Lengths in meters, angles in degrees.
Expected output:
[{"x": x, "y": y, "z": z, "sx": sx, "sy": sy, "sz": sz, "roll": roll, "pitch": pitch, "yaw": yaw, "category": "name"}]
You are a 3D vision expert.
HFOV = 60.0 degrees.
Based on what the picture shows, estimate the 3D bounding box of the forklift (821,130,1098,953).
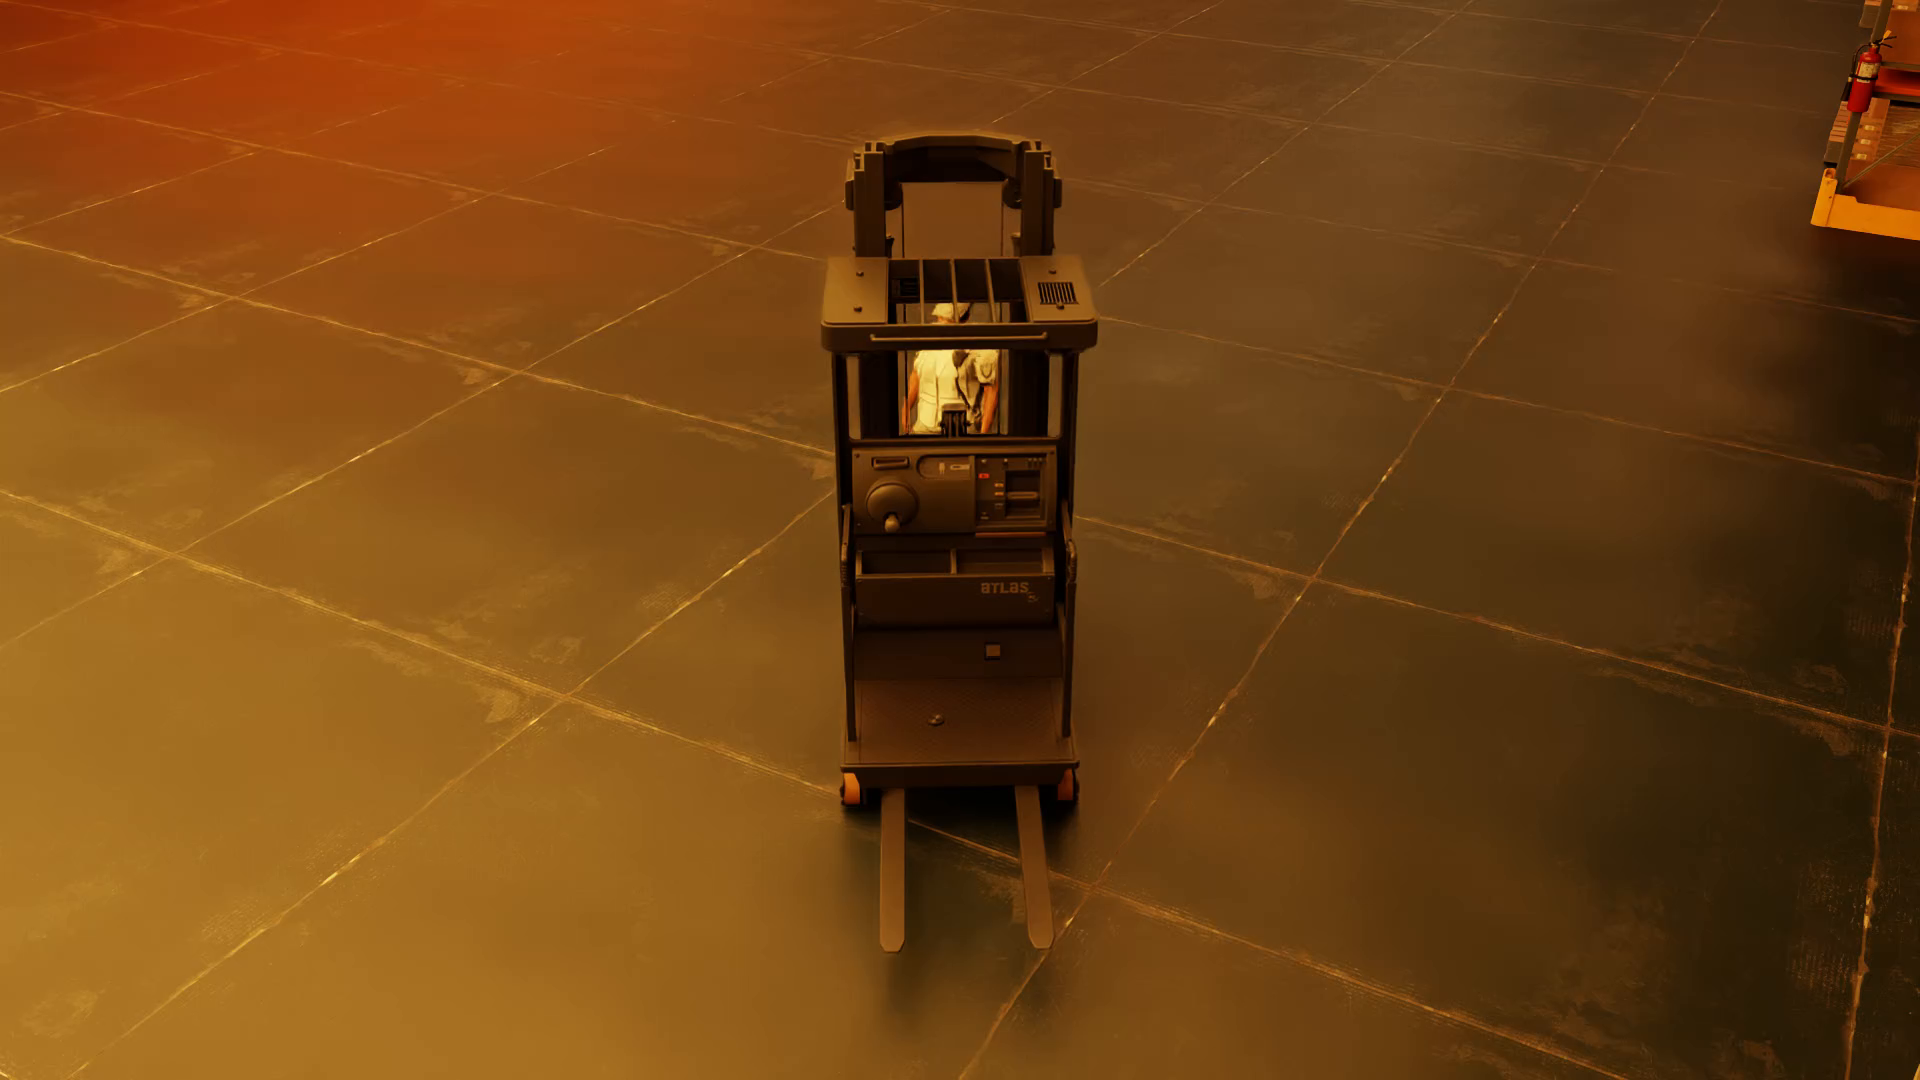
[{"x": -0.014, "y": -0.180, "z": 7.383, "sx": 1.130, "sy": 2.935, "sz": 3.031, "roll": -1, "pitch": 30, "yaw": -2, "category": "forklift"}]

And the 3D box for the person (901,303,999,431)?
[{"x": -0.108, "y": -0.625, "z": 9.470, "sx": 0.614, "sy": 1.654, "sz": 0.540, "roll": 19, "pitch": 35, "yaw": 30, "category": "person"}]
